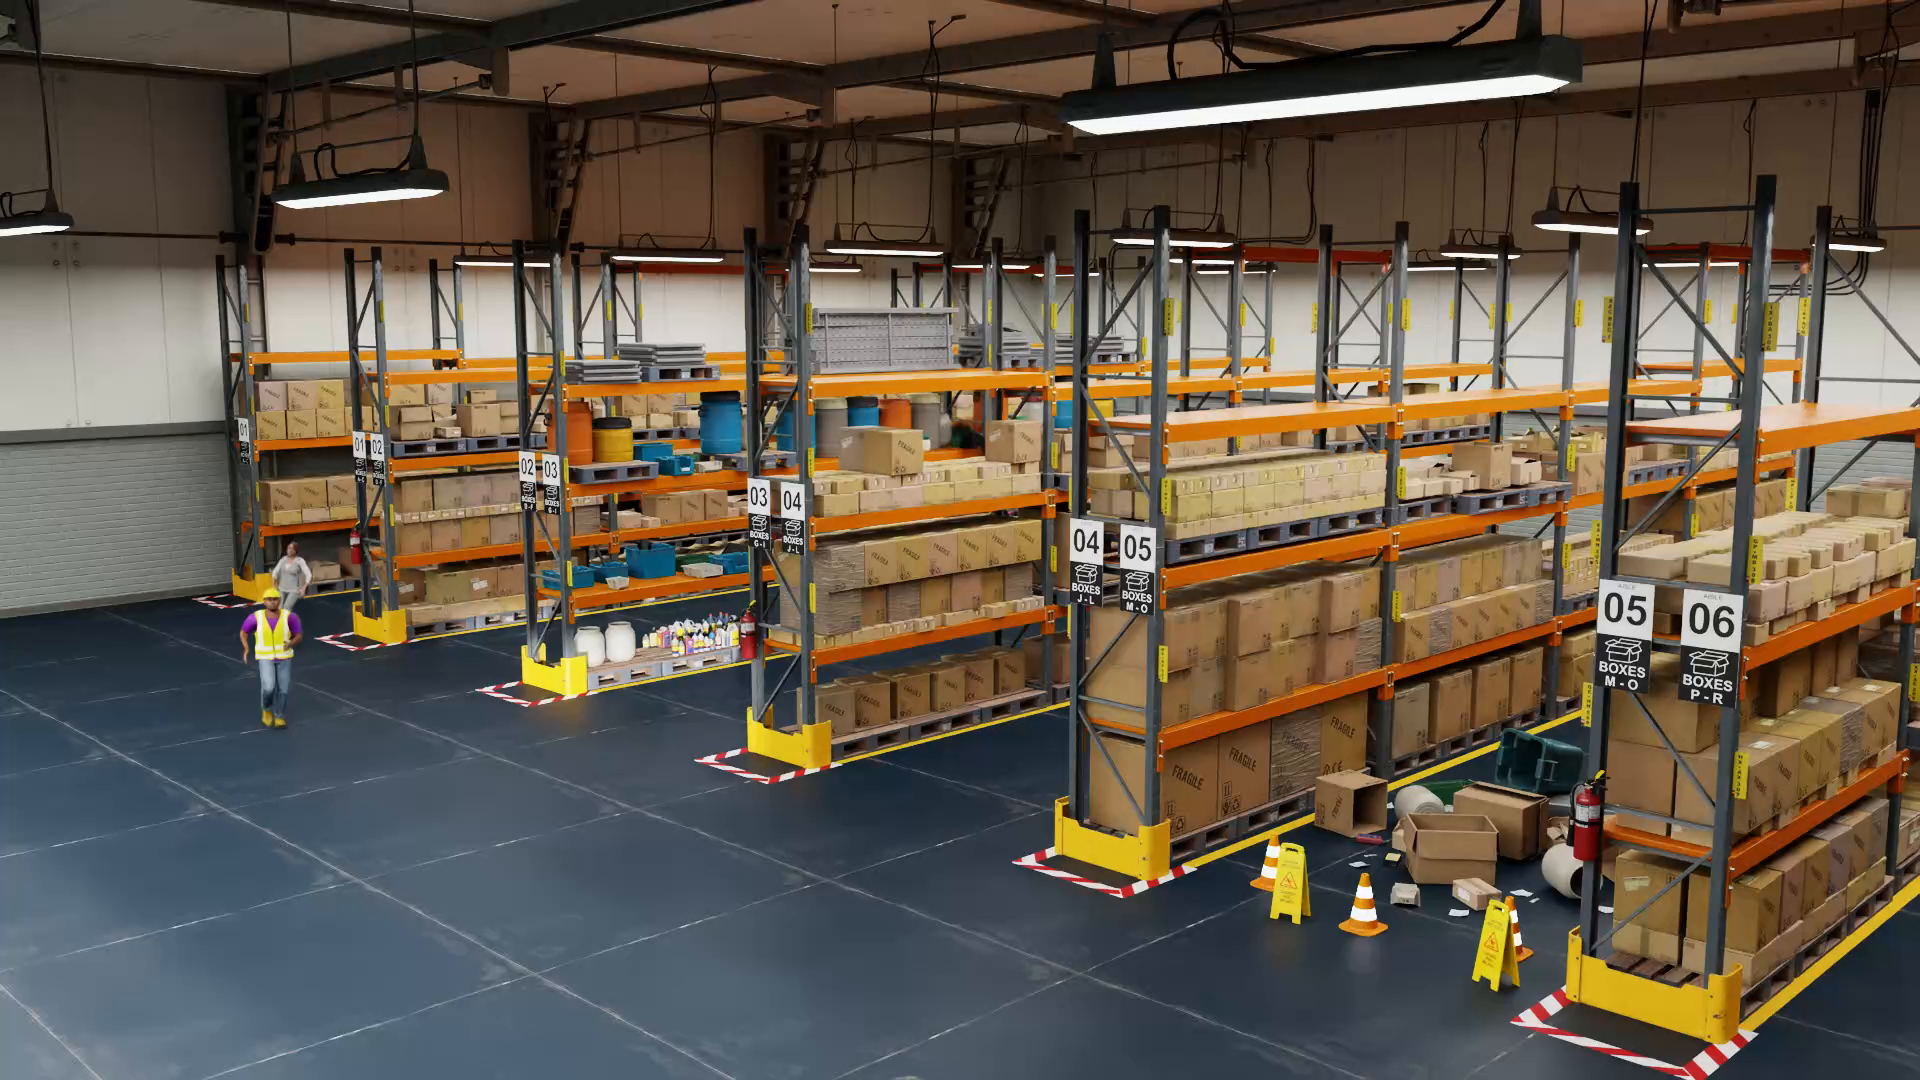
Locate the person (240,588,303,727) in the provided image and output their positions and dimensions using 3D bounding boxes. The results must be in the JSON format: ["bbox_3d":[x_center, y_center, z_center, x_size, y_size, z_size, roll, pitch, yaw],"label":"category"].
[{"bbox_3d":[-8.332,1.444,20.198,0.686,1.723,0.628,-4,9,-28],"label":"person"}]

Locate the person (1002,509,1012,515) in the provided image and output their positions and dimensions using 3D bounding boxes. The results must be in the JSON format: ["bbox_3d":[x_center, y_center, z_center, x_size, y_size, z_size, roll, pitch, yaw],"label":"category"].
[{"bbox_3d":[0.905,-0.250,32.620,0.593,1.681,0.816,6,10,36],"label":"person"}]

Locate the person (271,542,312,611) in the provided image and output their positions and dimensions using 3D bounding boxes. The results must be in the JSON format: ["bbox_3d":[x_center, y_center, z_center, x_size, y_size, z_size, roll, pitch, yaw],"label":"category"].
[{"bbox_3d":[-10.287,0.809,25.493,0.602,1.552,0.458,1,8,6],"label":"person"}]

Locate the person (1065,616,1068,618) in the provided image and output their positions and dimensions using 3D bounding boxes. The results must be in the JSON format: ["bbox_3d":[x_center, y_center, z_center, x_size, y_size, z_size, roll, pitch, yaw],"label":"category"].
[{"bbox_3d":[1.723,0.385,25.773,0.713,1.769,0.557,6,10,35],"label":"person"}]
